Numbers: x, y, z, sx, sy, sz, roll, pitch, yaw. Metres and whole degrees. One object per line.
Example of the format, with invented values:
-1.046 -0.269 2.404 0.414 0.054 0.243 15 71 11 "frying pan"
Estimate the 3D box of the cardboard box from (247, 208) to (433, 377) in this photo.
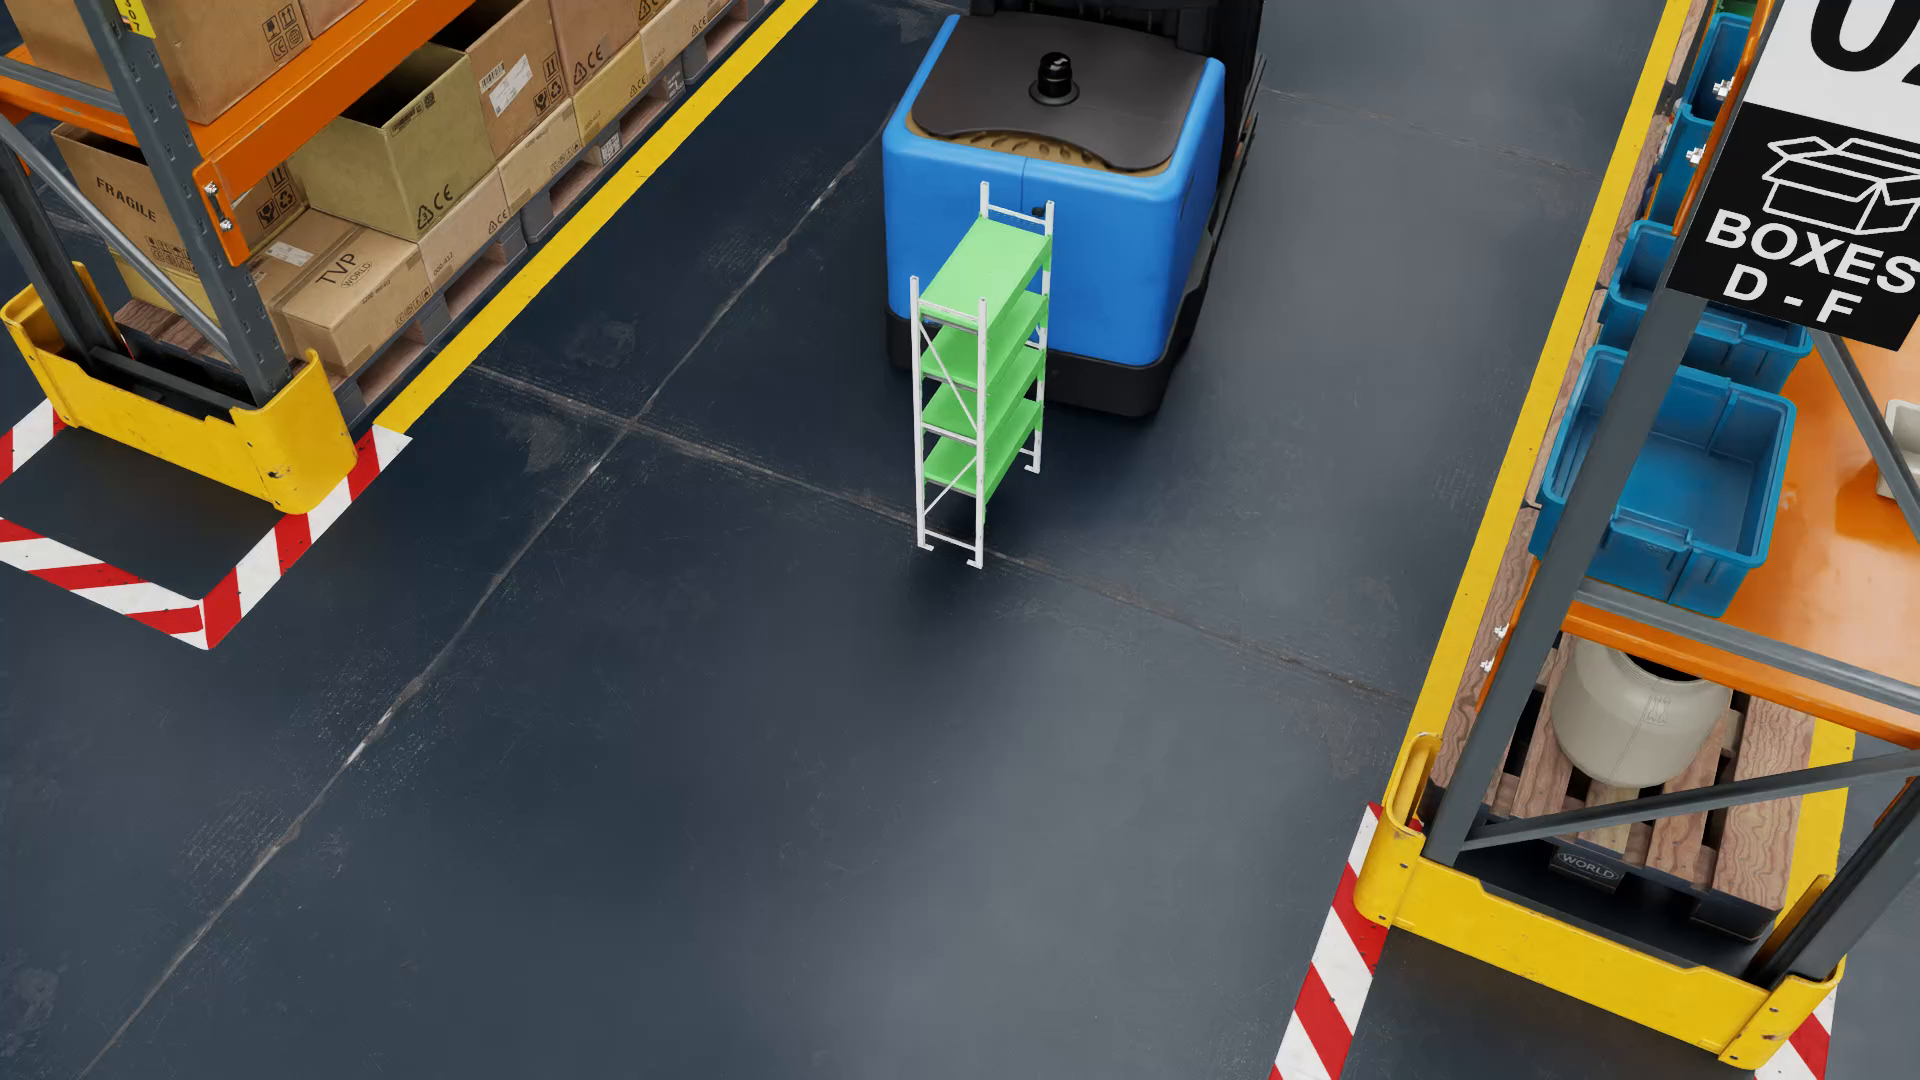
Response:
-2.309 -0.911 6.085 0.500 0.250 0.500 20 52 16 "cardboard box"

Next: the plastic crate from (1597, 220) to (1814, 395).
1.964 -0.594 4.383 0.499 0.251 0.408 20 52 16 "plastic crate"

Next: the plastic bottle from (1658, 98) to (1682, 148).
2.914 -1.691 6.722 0.097 0.271 0.097 0 50 0 "plastic bottle"

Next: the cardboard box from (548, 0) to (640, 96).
-1.665 -2.186 6.678 0.500 0.500 0.500 20 52 16 "cardboard box"

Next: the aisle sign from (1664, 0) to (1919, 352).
1.439 -0.644 2.622 0.394 0.787 0.004 20 52 16 "aisle sign"

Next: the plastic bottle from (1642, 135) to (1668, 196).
2.801 -1.461 6.523 0.152 0.276 0.135 22 53 17 "plastic bottle"

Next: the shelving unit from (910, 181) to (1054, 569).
0.071 -0.503 5.390 0.258 1.200 0.503 20 52 16 "shelving unit"

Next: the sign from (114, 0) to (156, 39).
-2.240 -1.490 4.428 0.100 0.325 0.005 20 52 16 "sign"

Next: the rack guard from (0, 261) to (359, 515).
-2.749 -0.542 5.883 1.175 0.500 0.348 20 52 16 "rack guard"

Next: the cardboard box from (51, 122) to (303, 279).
-2.779 -1.323 5.944 0.500 0.500 0.500 20 52 16 "cardboard box"

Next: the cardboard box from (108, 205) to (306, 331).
-2.777 -1.079 6.229 0.500 0.250 0.500 20 52 16 "cardboard box"

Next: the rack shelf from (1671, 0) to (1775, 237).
2.592 -1.871 3.875 1.077 0.370 4.000 20 52 16 "rack shelf"

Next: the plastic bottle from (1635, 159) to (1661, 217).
2.727 -1.372 6.399 0.144 0.351 0.185 21 53 17 "plastic bottle"

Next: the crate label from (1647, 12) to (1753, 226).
2.280 -1.122 4.712 0.502 0.435 0.616 20 52 16 "crate label"

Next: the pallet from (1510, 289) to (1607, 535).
2.602 -0.313 5.878 1.003 0.211 1.213 20 52 16 "pallet"

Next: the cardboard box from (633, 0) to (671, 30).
-1.465 -2.535 6.975 0.500 0.500 0.500 20 52 16 "cardboard box"

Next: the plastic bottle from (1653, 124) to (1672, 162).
2.871 -1.598 6.689 0.097 0.201 0.097 0 50 0 "plastic bottle"

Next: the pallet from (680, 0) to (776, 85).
-1.408 -2.686 7.897 1.003 0.211 1.213 20 52 16 "pallet"

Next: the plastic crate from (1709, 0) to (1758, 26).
2.612 -1.598 5.279 0.450 0.188 0.662 20 52 16 "plastic crate"

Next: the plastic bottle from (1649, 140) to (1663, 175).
2.828 -1.528 6.629 0.097 0.201 0.097 0 50 0 "plastic bottle"

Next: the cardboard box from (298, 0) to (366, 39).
-2.308 -2.082 5.486 0.700 0.500 0.500 21 53 17 "cardboard box"

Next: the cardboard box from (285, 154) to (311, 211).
-2.574 -1.428 6.525 0.500 0.250 0.500 20 52 16 "cardboard box"

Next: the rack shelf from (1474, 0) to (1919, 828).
2.592 -0.899 5.018 1.077 0.370 4.000 20 52 16 "rack shelf"

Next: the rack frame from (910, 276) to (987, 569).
-0.034 -0.335 5.247 0.240 1.200 0.015 20 52 16 "rack frame"

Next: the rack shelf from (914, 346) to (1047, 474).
0.071 -0.461 5.439 0.258 0.148 0.480 20 52 16 "rack shelf"

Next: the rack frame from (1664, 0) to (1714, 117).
3.447 -2.509 5.915 1.000 3.000 0.127 20 52 16 "rack frame"

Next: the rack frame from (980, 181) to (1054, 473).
0.175 -0.671 5.533 0.240 1.200 0.015 20 52 16 "rack frame"

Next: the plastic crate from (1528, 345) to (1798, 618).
1.681 -0.149 4.004 0.499 0.251 0.616 20 52 16 "plastic crate"

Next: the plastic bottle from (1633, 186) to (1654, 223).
2.646 -1.242 6.288 0.144 0.351 0.185 18 52 15 "plastic bottle"

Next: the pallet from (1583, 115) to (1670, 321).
3.122 -1.157 6.596 1.003 0.211 1.213 20 52 16 "pallet"

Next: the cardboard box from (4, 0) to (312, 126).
-2.528 -1.719 5.177 0.700 0.500 0.500 20 52 16 "cardboard box"

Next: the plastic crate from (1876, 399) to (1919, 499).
2.411 -0.181 4.107 0.298 0.136 0.250 20 52 16 "plastic crate"

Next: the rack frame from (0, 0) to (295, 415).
-2.739 -1.369 4.945 1.000 3.000 0.127 20 52 16 "rack frame"

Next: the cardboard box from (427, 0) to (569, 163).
-1.895 -1.847 6.390 0.500 0.500 0.500 20 52 16 "cardboard box"

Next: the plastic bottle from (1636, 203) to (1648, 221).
2.538 -1.120 6.229 0.061 0.283 0.133 22 53 18 "plastic bottle"

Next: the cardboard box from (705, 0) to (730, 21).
-1.253 -2.637 7.554 0.500 0.250 0.500 20 52 16 "cardboard box"

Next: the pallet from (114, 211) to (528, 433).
-2.450 -1.006 6.467 1.003 0.211 1.213 20 52 16 "pallet"

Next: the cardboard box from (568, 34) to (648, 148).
-1.666 -1.943 6.964 0.500 0.250 0.500 20 52 16 "cardboard box"

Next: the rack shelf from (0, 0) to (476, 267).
-1.885 -2.513 6.391 1.077 0.370 4.000 20 52 16 "rack shelf"

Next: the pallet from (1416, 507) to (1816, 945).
2.080 0.524 5.166 1.003 0.211 1.213 20 52 16 "pallet"

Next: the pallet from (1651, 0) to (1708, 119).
3.747 -2.159 7.448 1.003 0.211 1.213 20 52 16 "pallet"

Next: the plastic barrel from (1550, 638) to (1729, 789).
1.950 0.437 4.766 0.421 0.512 0.421 0 50 0 "plastic barrel"

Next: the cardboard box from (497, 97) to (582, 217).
-1.884 -1.601 6.672 0.500 0.250 0.500 20 52 16 "cardboard box"

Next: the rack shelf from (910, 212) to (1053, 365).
0.071 -0.772 5.073 0.258 0.148 0.480 20 52 16 "rack shelf"

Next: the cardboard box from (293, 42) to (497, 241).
-2.097 -1.499 6.093 0.500 0.500 0.500 20 52 16 "cardboard box"

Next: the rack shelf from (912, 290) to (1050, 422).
0.071 -0.617 5.256 0.258 0.148 0.480 20 52 16 "rack shelf"

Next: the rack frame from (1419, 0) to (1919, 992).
1.738 0.245 3.572 1.000 3.000 0.127 20 52 16 "rack frame"

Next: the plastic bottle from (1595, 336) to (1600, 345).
2.259 -0.587 5.779 0.152 0.276 0.135 20 53 16 "plastic bottle"

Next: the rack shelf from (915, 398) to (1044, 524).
0.071 -0.306 5.621 0.258 0.148 0.480 20 52 16 "rack shelf"

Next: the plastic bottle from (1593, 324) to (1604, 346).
2.318 -0.682 5.860 0.152 0.276 0.135 18 52 15 "plastic bottle"

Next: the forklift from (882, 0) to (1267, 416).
0.643 -2.551 5.996 1.130 2.935 3.031 13 51 11 "forklift"

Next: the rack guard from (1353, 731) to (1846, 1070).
1.728 0.988 4.581 1.175 0.500 0.348 20 52 16 "rack guard"

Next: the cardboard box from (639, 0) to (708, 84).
-1.453 -2.288 7.257 0.500 0.250 0.500 20 52 16 "cardboard box"

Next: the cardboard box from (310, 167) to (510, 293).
-2.098 -1.256 6.379 0.500 0.250 0.500 20 52 16 "cardboard box"

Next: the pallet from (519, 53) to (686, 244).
-1.928 -1.843 7.179 1.003 0.211 1.213 20 52 16 "pallet"

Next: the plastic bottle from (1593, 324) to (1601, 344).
2.385 -0.822 5.930 0.144 0.351 0.185 22 53 18 "plastic bottle"
